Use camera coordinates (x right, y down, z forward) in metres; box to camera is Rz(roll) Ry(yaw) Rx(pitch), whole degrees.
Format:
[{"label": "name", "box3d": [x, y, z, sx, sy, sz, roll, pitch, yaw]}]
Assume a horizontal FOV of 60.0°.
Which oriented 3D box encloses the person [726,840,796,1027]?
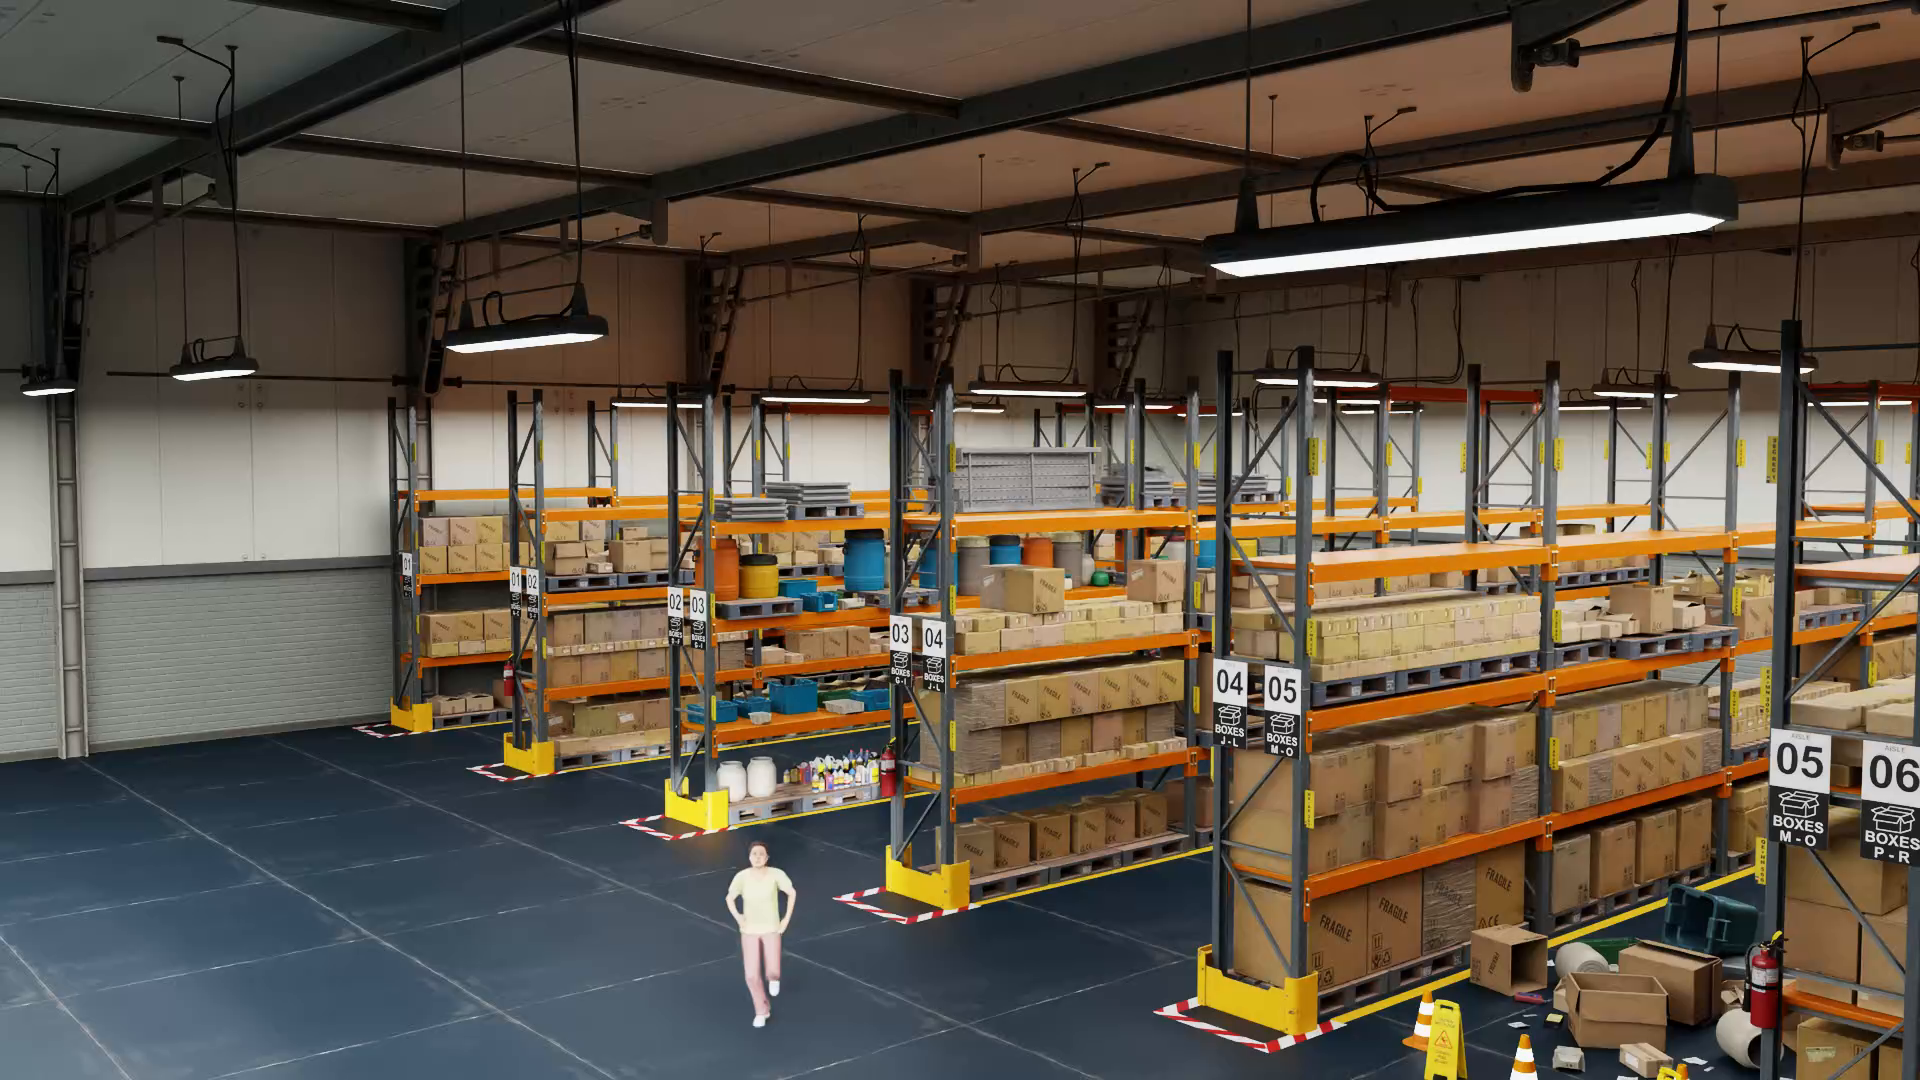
[{"label": "person", "box3d": [-1.783, 3.498, 14.888, 0.621, 1.611, 0.568, 0, 3, -4]}]
